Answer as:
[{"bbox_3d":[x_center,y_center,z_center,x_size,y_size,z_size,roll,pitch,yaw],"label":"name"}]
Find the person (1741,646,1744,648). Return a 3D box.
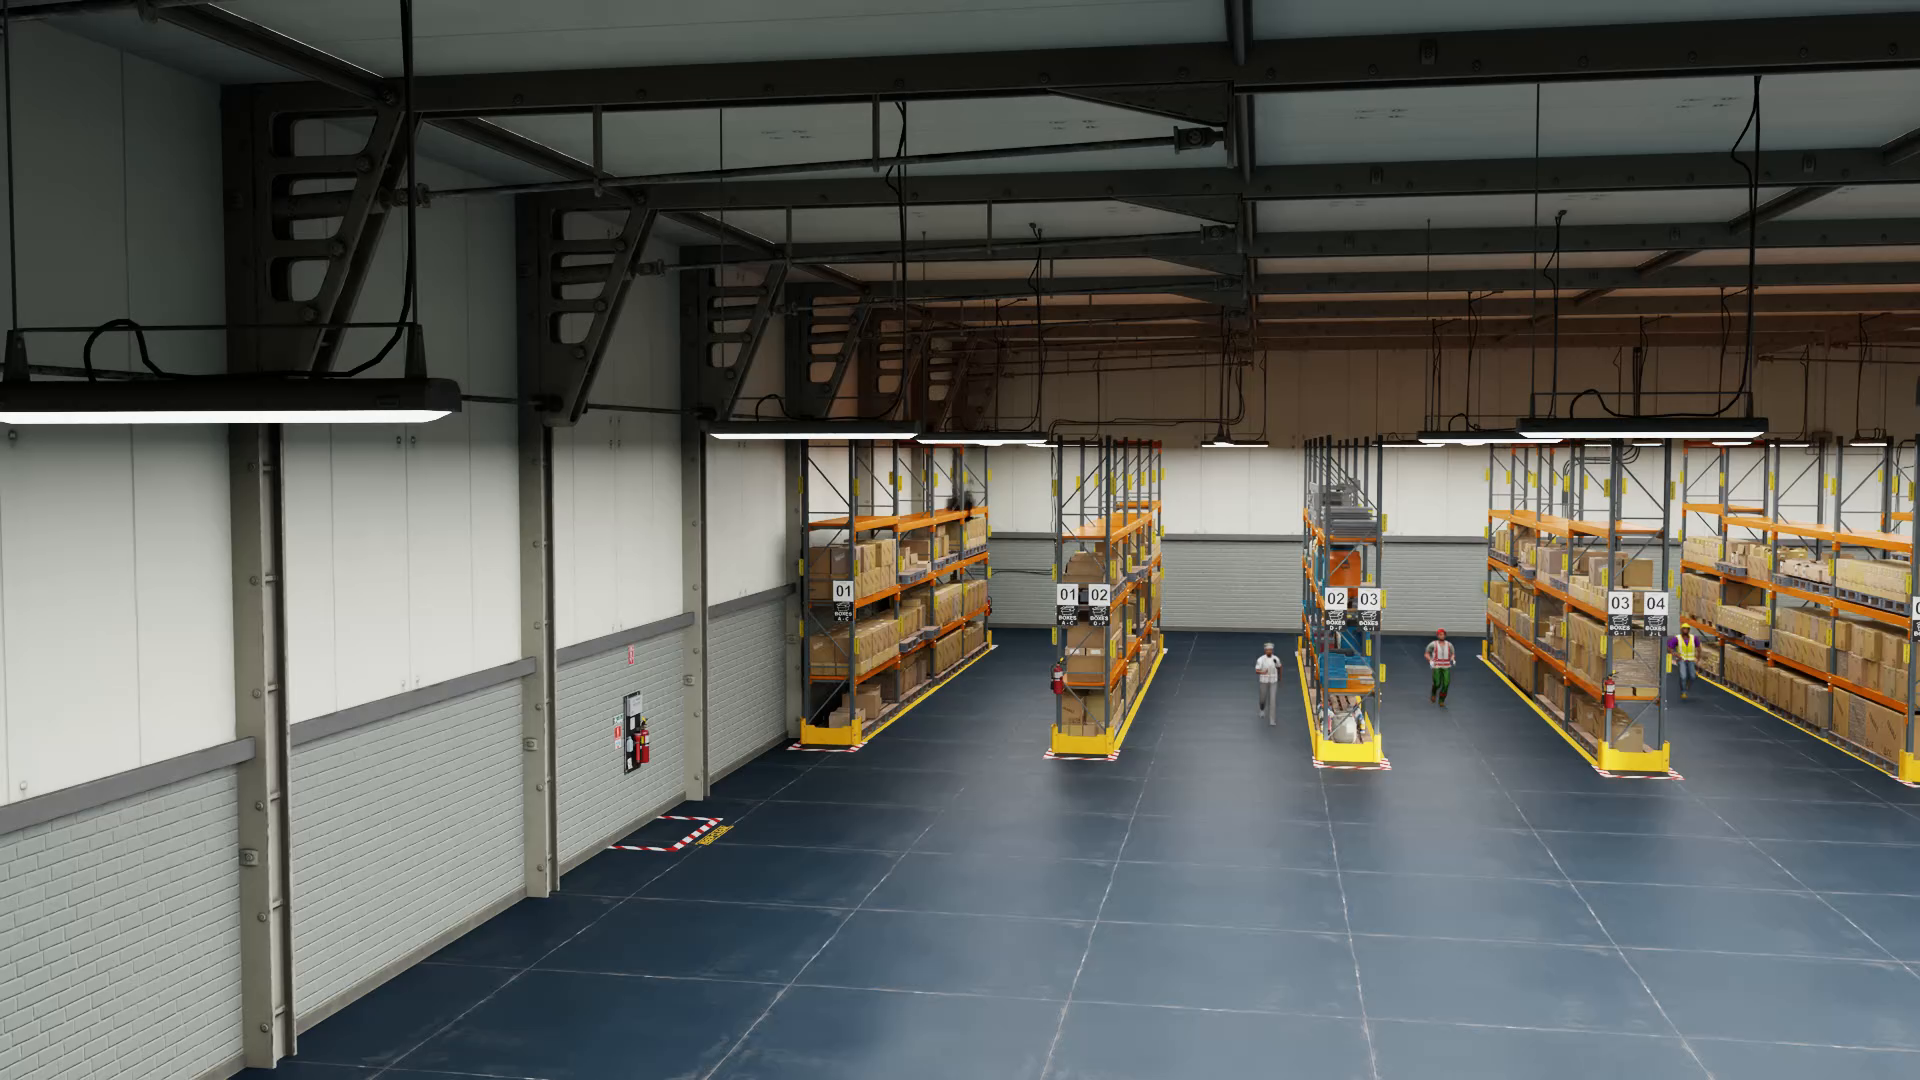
[{"bbox_3d":[21.456,2.442,45.367,0.567,1.627,0.553,0,3,4],"label":"person"}]

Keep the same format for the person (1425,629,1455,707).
[{"bbox_3d":[10.730,2.846,37.073,0.652,1.736,0.612,0,3,1],"label":"person"}]

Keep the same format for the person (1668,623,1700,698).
[{"bbox_3d":[16.785,2.787,38.508,0.736,1.726,0.612,0,3,8],"label":"person"}]

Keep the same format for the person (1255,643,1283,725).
[{"bbox_3d":[6.480,2.984,34.866,0.588,1.676,0.893,0,3,5],"label":"person"}]
